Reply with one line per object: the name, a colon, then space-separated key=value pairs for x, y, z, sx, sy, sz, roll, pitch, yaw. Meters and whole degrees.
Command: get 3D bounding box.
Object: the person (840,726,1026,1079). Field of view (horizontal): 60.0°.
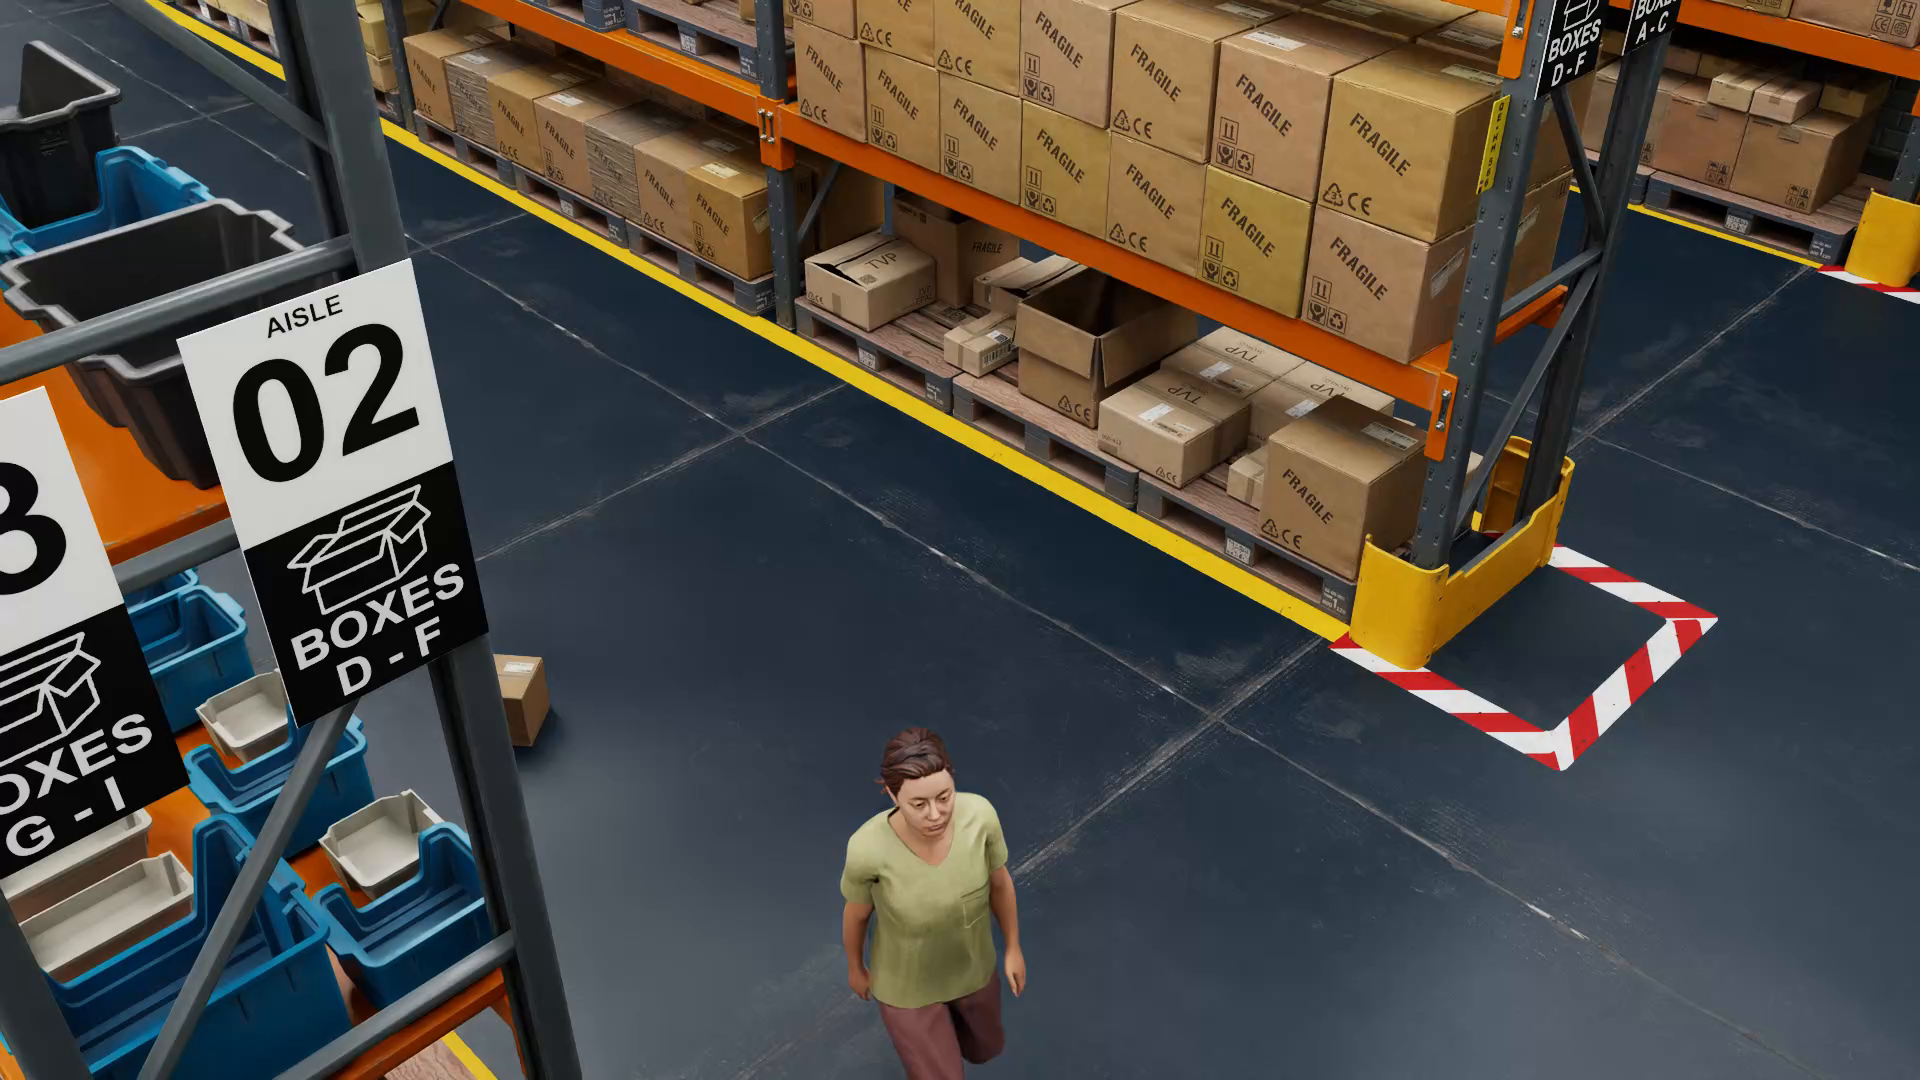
person: x=-0.078 y=1.135 z=4.548 sx=0.474 sy=1.636 sz=0.834 roll=-16 pitch=38 yaw=-21
